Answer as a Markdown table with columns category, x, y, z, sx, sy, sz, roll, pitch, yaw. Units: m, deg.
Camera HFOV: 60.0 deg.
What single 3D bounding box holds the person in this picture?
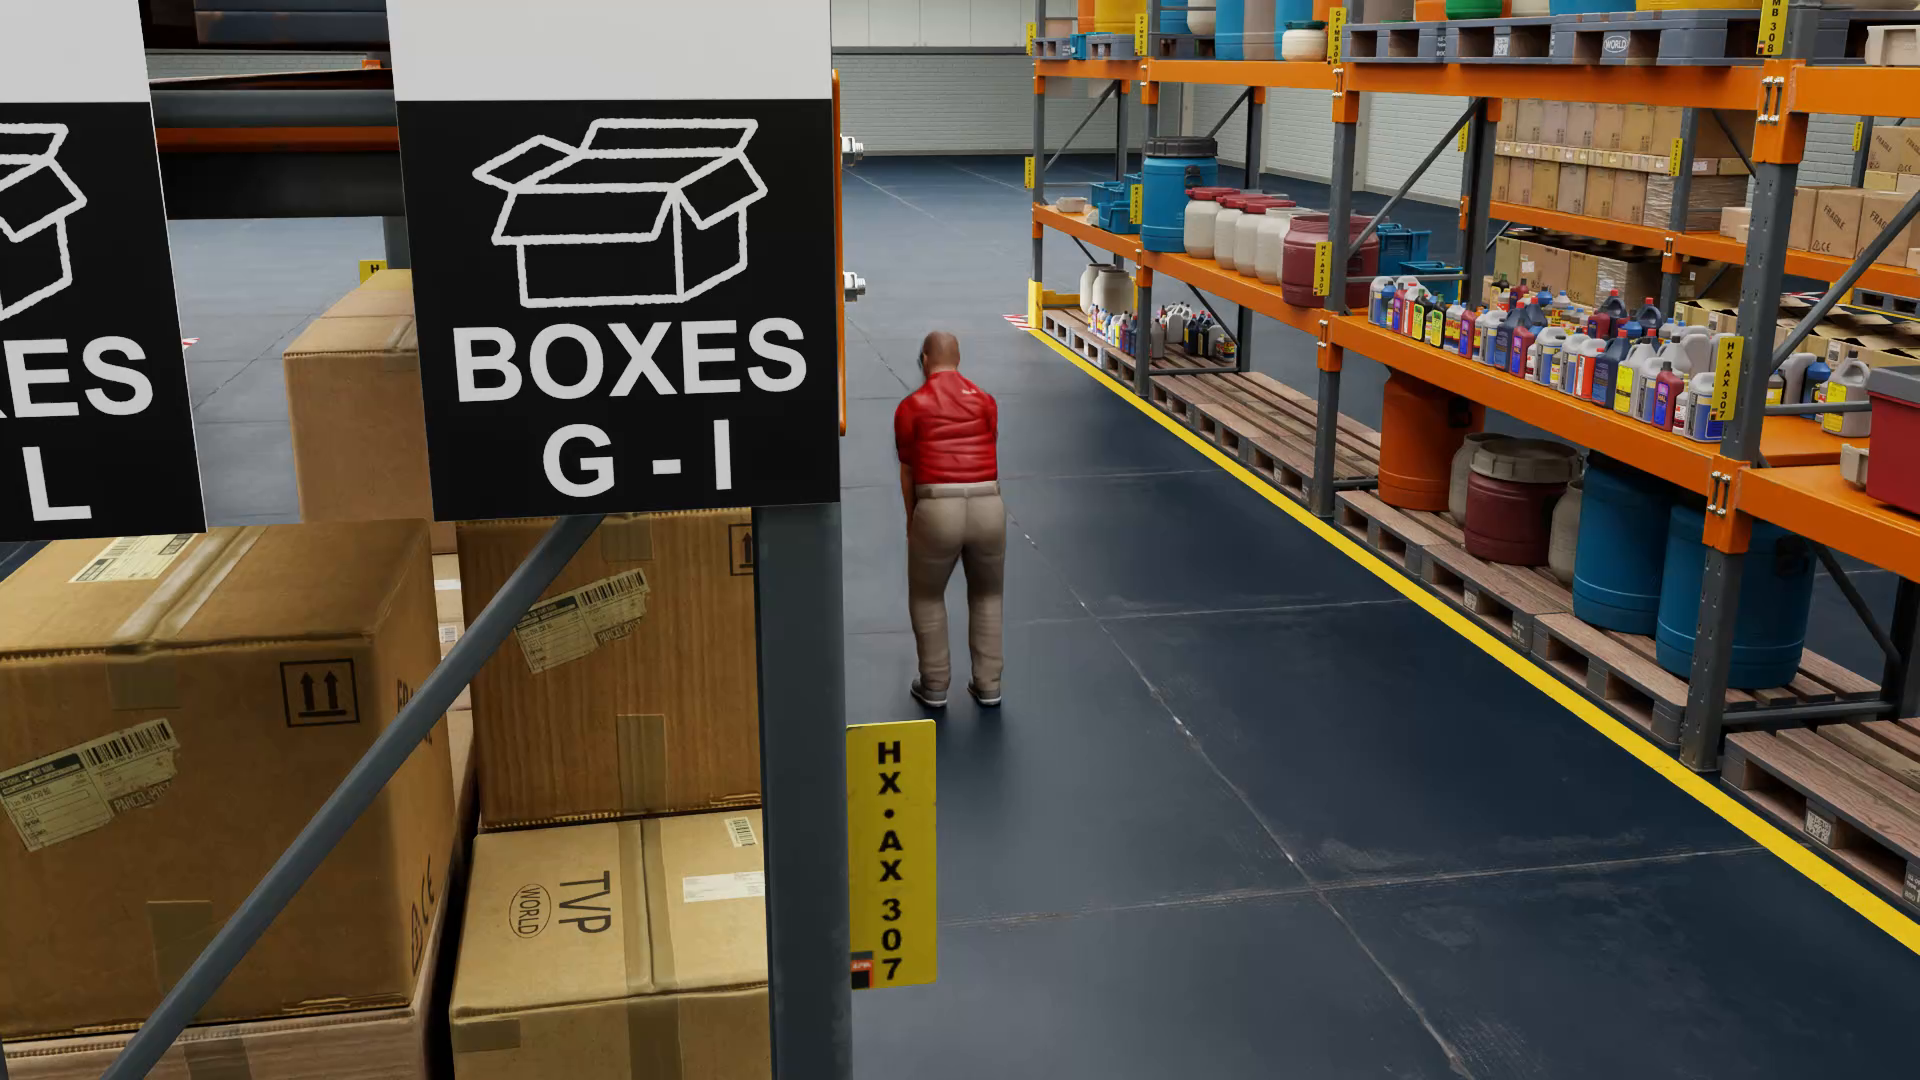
| category | x | y | z | sx | sy | sz | roll | pitch | yaw |
| --- | --- | --- | --- | --- | --- | --- | --- | --- | --- |
| person | -0.049 | -0.091 | 7.470 | 0.477 | 1.685 | 0.585 | -4 | 17 | -13 |
